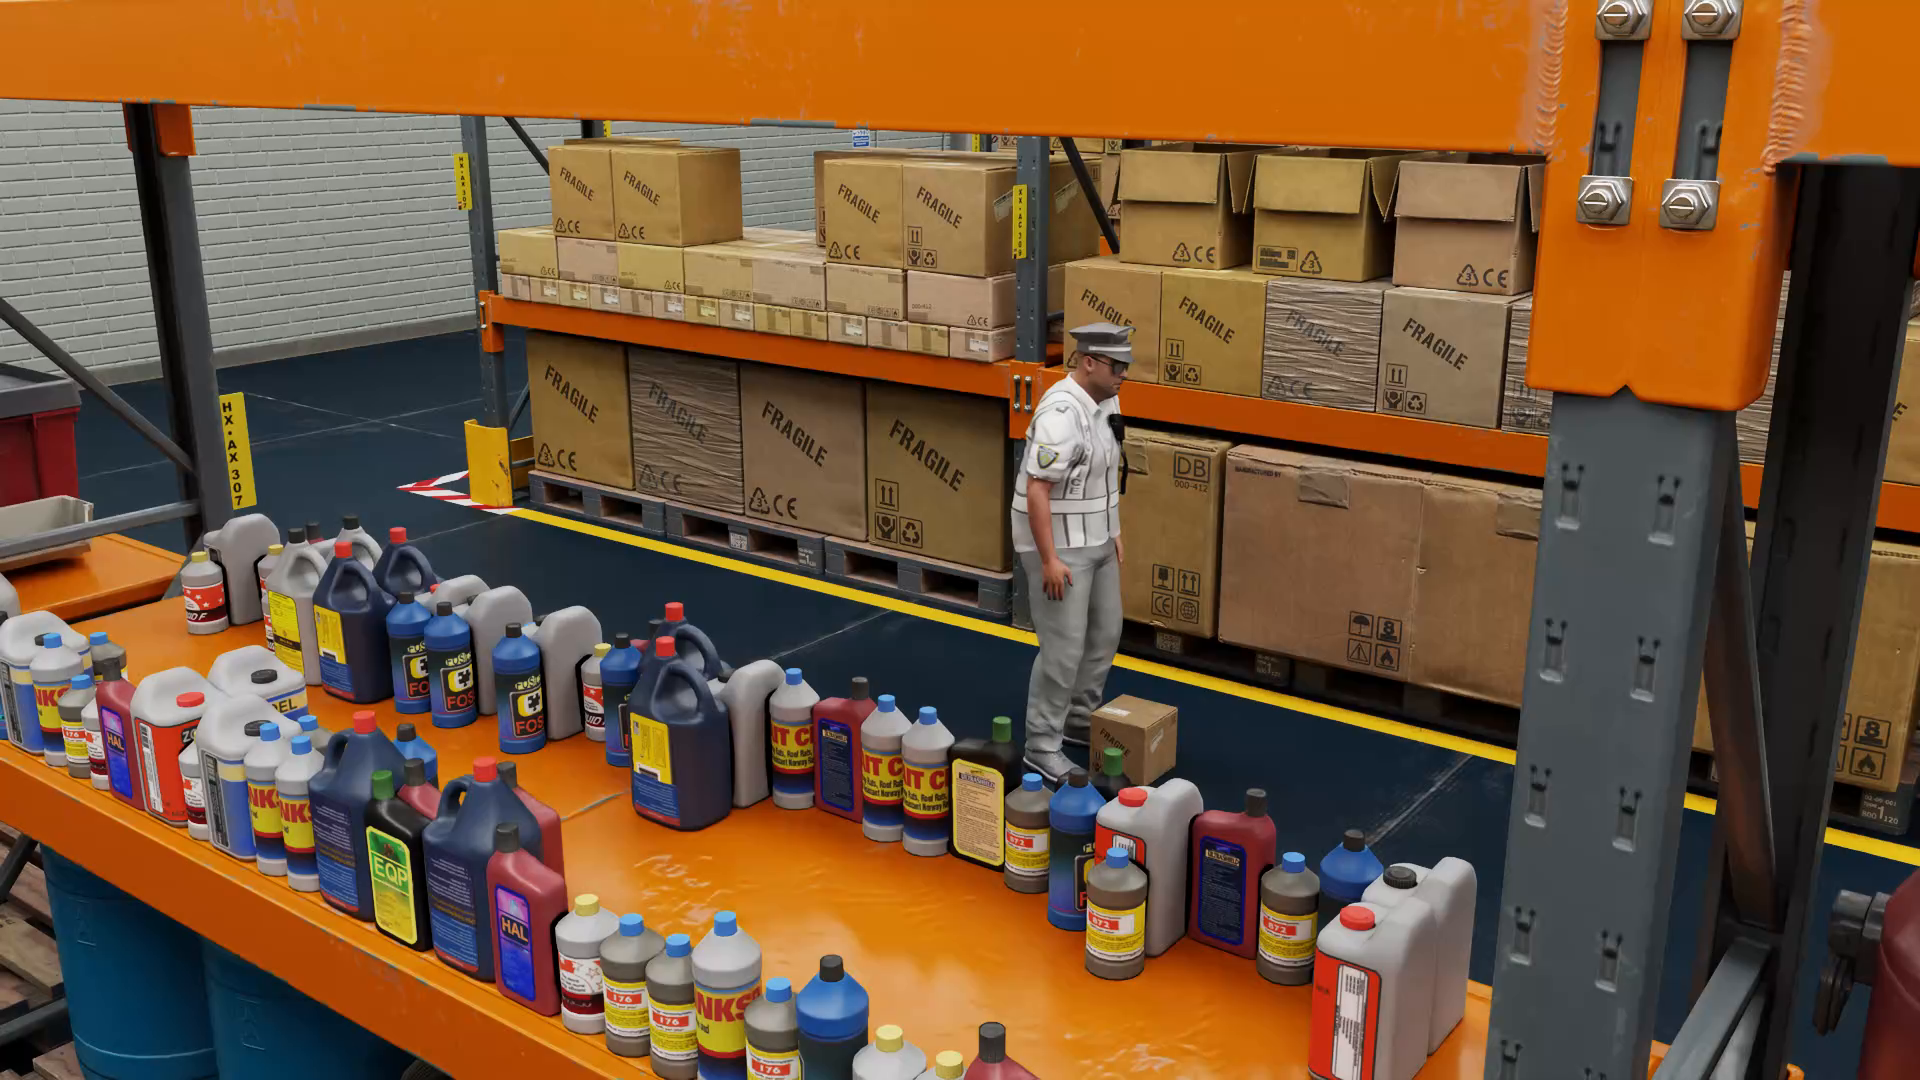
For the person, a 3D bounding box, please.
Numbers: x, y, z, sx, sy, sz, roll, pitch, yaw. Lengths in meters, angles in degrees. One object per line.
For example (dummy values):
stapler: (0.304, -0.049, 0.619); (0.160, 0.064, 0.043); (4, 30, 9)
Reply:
person: (0.443, 0.024, 6.447); (0.440, 1.746, 0.592); (10, 19, 31)
